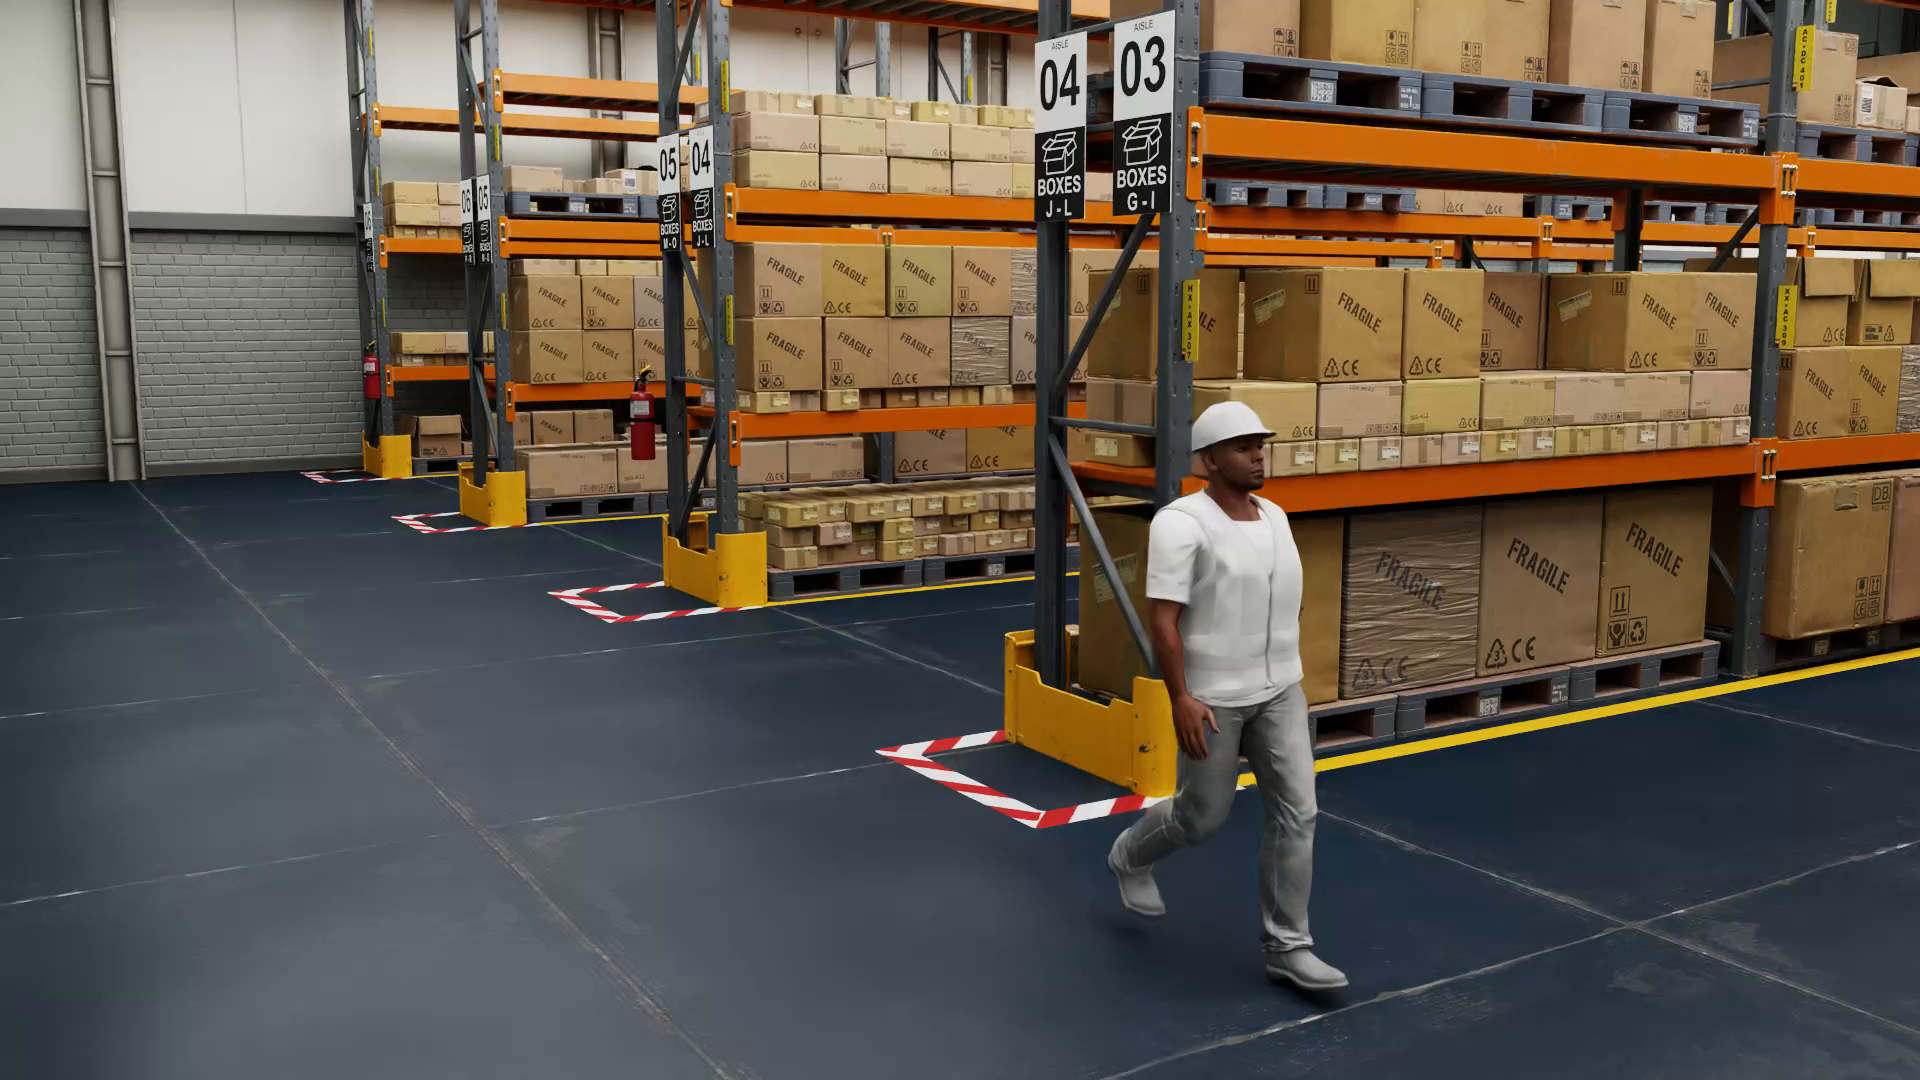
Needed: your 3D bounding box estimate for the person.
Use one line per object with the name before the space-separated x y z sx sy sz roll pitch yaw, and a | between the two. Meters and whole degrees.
person | 0.805 0.447 5.079 0.569 1.737 0.932 -5 9 -31
